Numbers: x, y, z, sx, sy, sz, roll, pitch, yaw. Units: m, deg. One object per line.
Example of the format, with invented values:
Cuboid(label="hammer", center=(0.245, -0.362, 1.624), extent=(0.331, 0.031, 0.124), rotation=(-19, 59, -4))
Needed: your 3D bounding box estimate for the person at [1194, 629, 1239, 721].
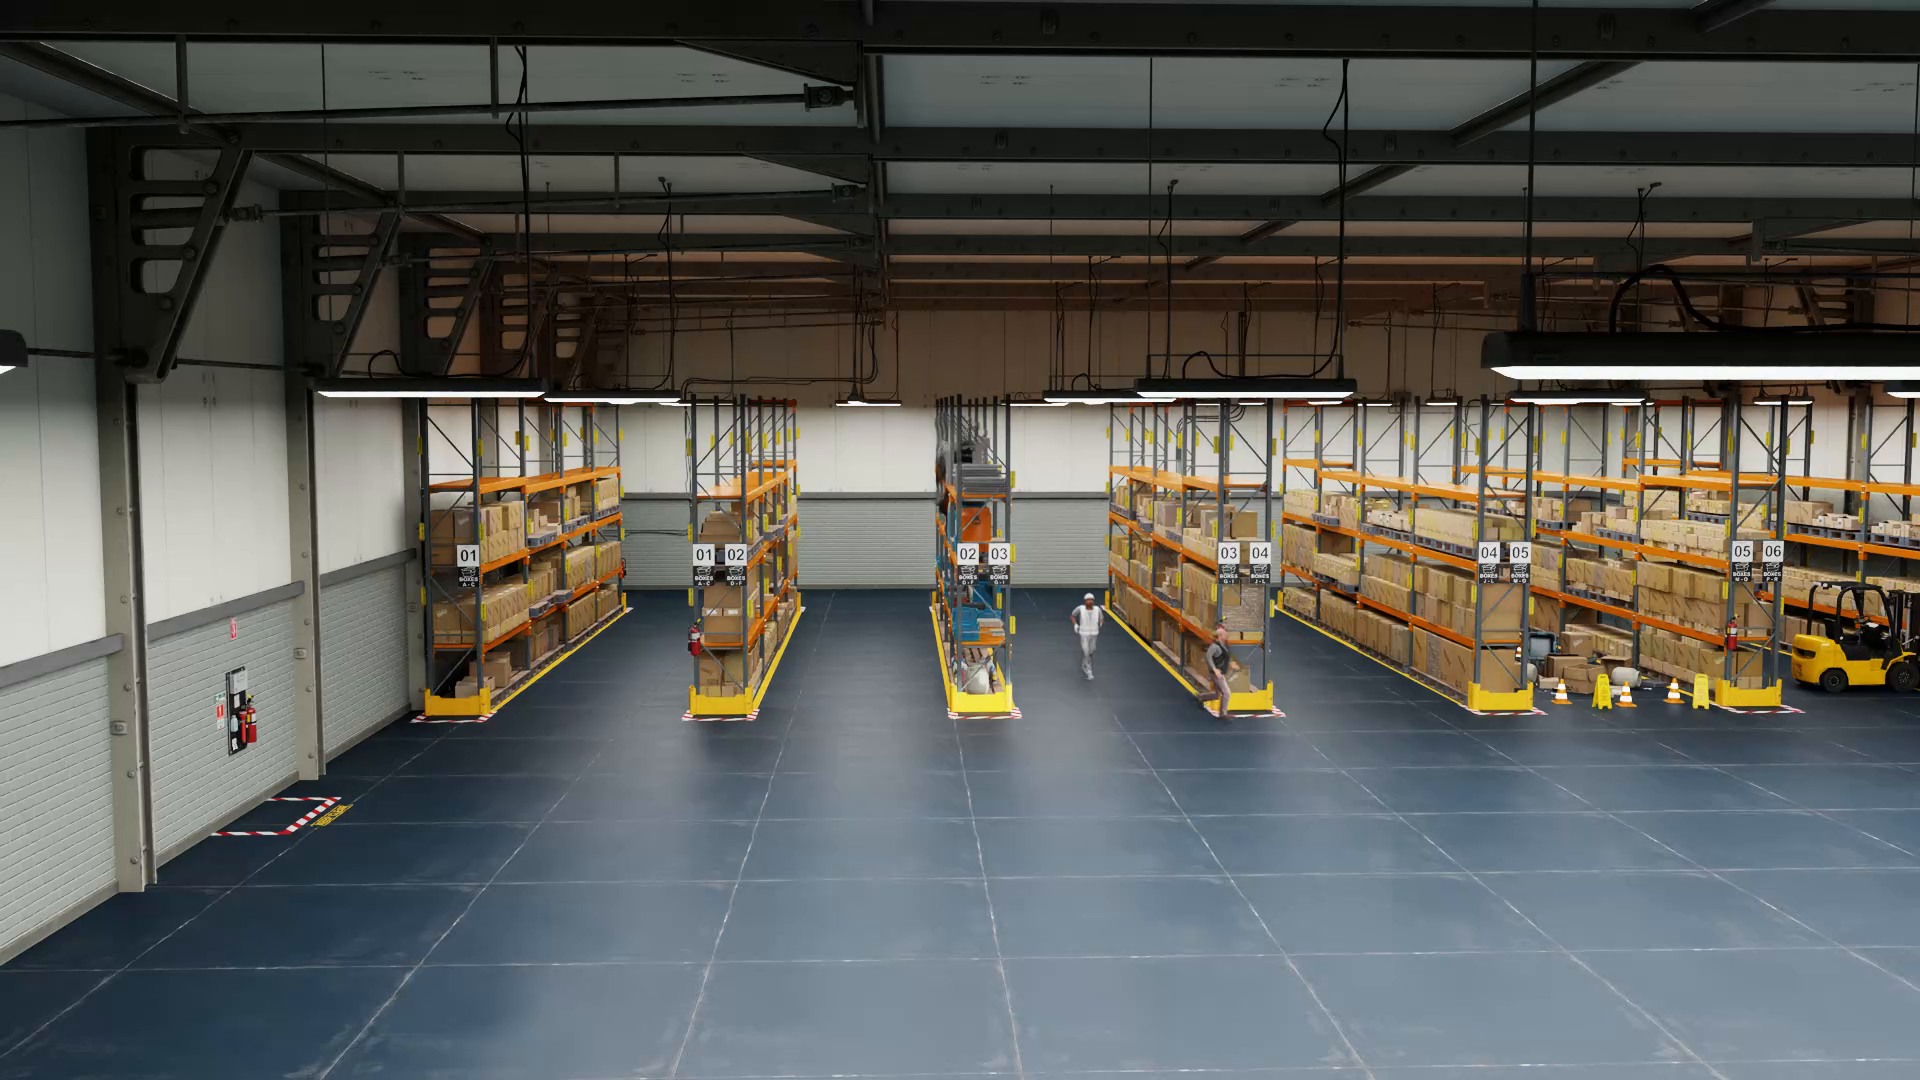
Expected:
Cuboid(label="person", center=(4.692, 2.474, 30.695), extent=(0.824, 1.697, 0.643), rotation=(2, 5, 26))

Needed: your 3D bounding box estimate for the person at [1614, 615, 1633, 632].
Cuboid(label="person", center=(16.488, 1.669, 41.275), extent=(0.573, 1.683, 1.006), rotation=(0, 4, -2))

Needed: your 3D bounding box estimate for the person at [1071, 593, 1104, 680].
Cuboid(label="person", center=(2.743, 2.029, 35.456), extent=(0.680, 1.794, 0.990), rotation=(-1, 5, -12))
